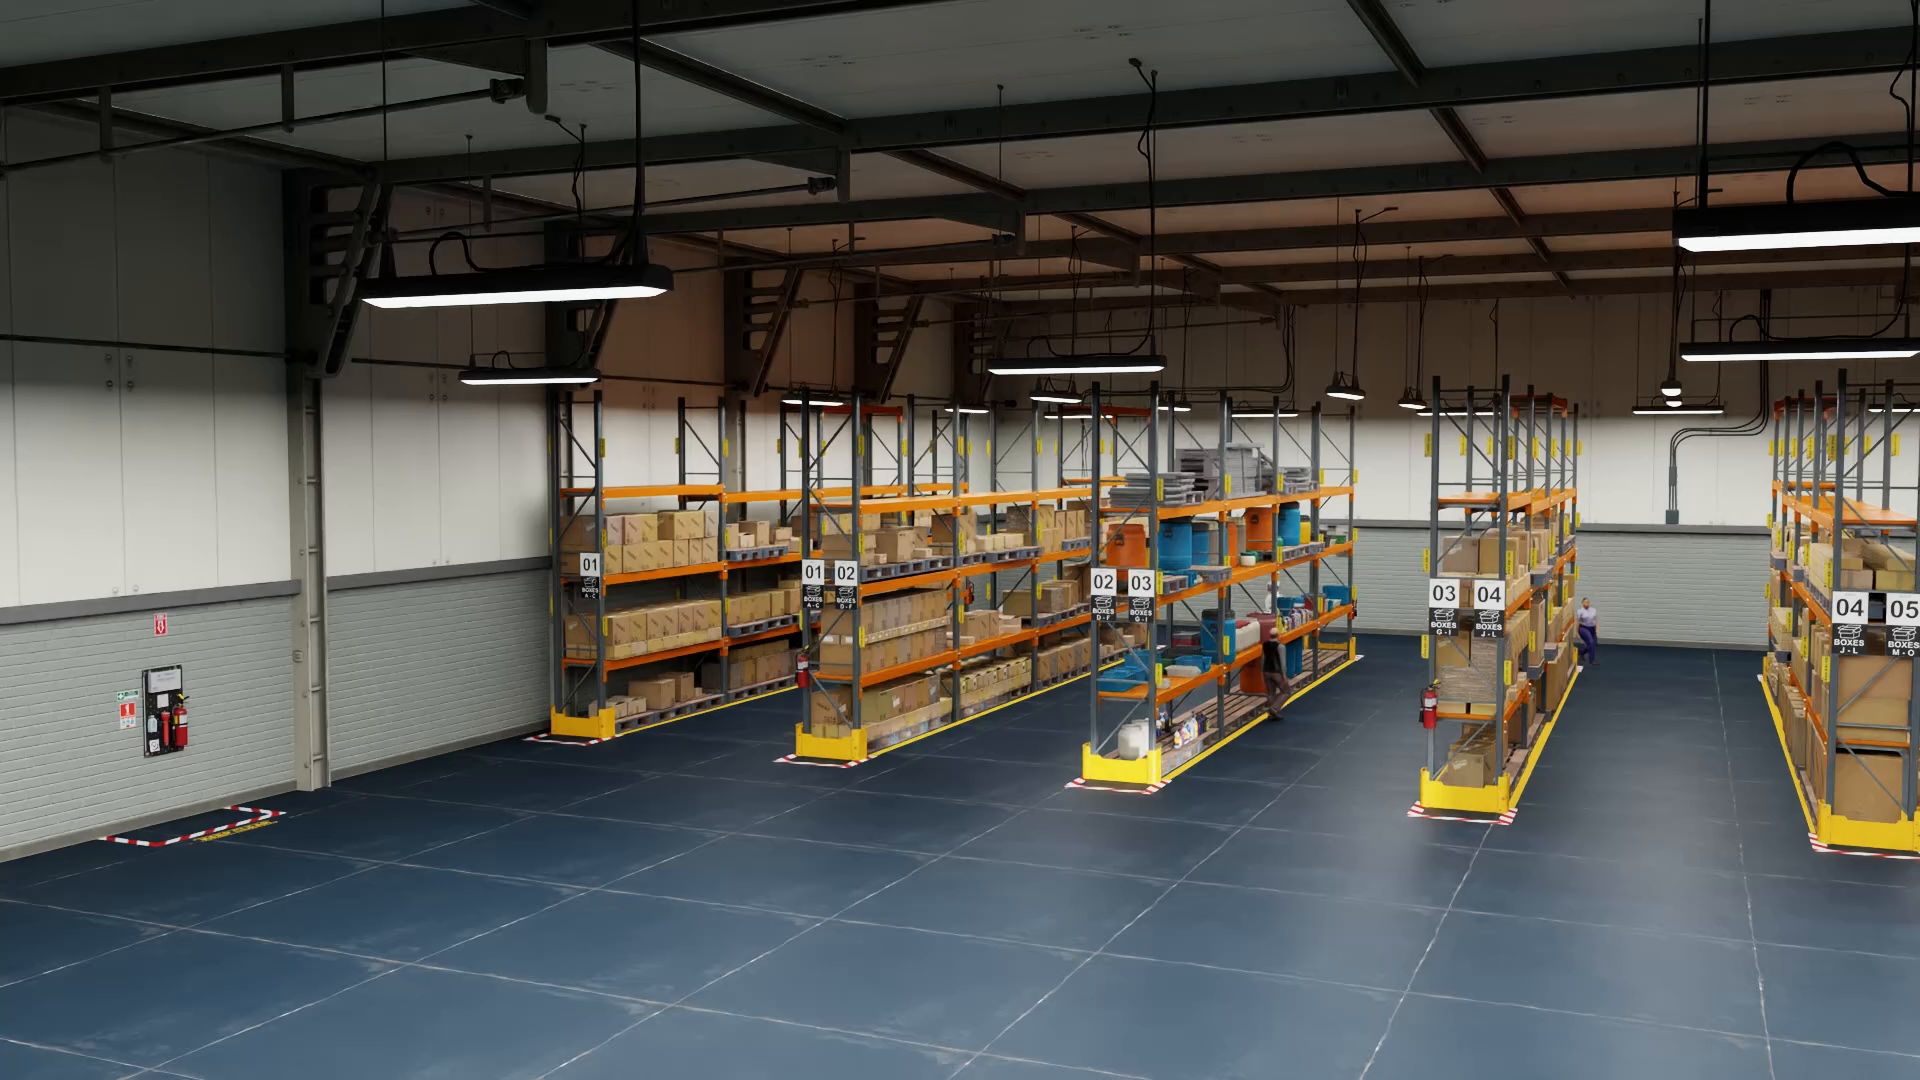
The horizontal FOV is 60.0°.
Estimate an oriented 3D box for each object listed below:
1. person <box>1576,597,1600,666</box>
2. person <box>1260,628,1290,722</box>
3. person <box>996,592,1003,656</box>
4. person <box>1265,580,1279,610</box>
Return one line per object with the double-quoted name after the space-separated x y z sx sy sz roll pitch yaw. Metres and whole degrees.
14.549 2.096 38.535 0.470 1.546 0.908 -1 3 -14 "person"
5.719 2.466 30.386 0.560 1.721 0.490 3 4 44 "person"
1.056 2.022 38.726 0.549 1.648 0.971 2 4 32 "person"
7.770 1.856 41.291 0.999 1.731 0.527 1 3 23 "person"
